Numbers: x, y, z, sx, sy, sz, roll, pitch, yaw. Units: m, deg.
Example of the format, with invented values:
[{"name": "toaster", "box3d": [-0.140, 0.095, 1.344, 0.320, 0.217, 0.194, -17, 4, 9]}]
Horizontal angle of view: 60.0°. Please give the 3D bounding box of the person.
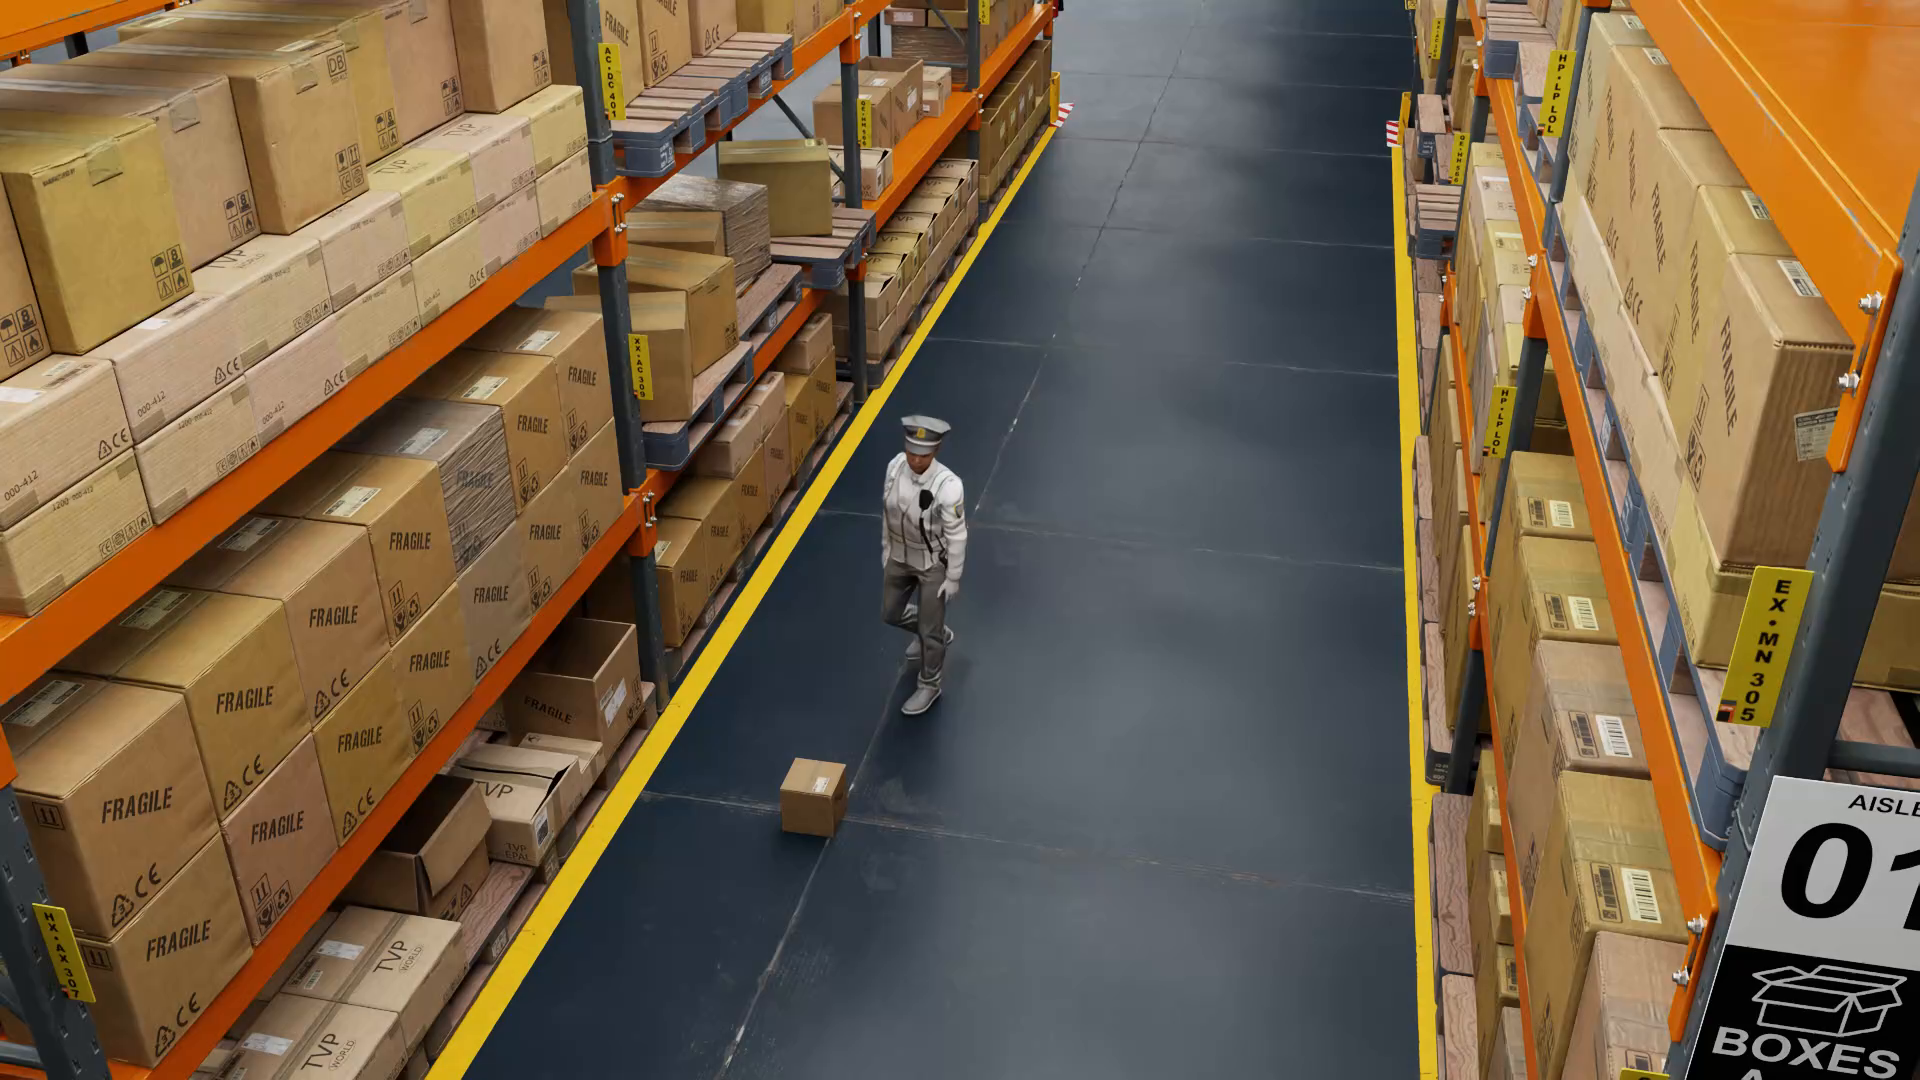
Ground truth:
[{"name": "person", "box3d": [-0.140, 0.078, 8.450, 0.525, 1.669, 0.547, 20, 35, 32]}]
